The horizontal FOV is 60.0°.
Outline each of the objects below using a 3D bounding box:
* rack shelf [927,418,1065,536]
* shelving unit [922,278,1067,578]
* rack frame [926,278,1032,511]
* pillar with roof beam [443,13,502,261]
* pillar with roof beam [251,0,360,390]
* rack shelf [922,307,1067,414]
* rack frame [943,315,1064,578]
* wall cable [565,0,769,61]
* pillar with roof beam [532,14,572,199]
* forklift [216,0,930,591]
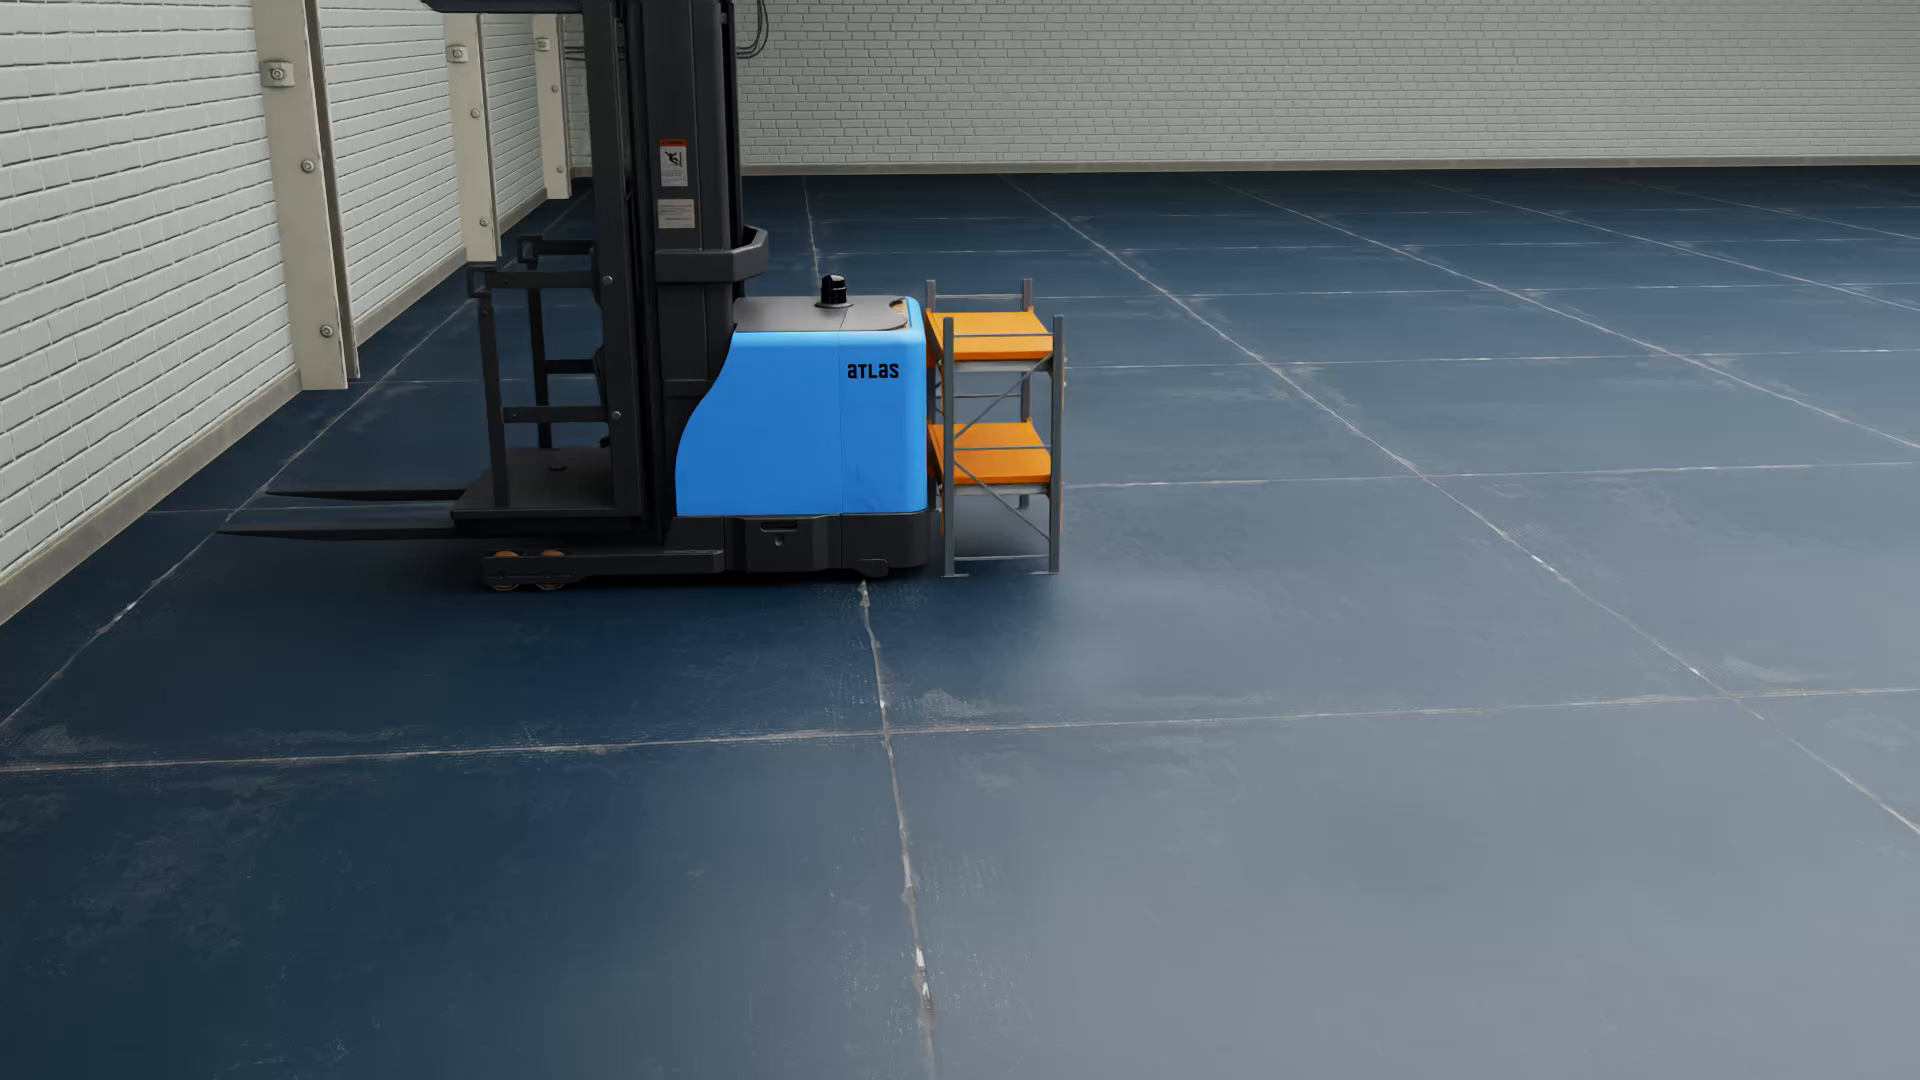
[{"bbox_3d":[0.134,-0.303,7.582,0.538,0.278,1.000,-2,17,-5],"label":"rack shelf"},{"bbox_3d":[0.134,-0.537,7.509,0.538,1.125,1.048,-2,17,-5],"label":"shelving unit"},{"bbox_3d":[0.089,-0.688,7.992,0.500,1.125,0.032,-2,17,-5],"label":"rack frame"},{"bbox_3d":[-0.499,-7.248,15.740,9.100,9.000,0.400,-2,18,-6],"label":"pillar with roof beam"},{"bbox_3d":[0.120,-5.460,10.046,9.100,9.000,0.400,-2,18,-6],"label":"pillar with roof beam"},{"bbox_3d":[0.134,-0.816,7.421,0.538,0.278,1.000,-2,17,-5],"label":"rack shelf"},{"bbox_3d":[0.180,-0.385,7.026,0.500,1.125,0.032,-2,17,-5],"label":"rack frame"},{"bbox_3d":[-4.389,-8.340,24.401,3.097,2.526,0.112,-2,18,-6],"label":"wall cable"},{"bbox_3d":[-1.118,-9.036,21.434,9.100,9.000,0.400,-2,18,-6],"label":"pillar with roof beam"},{"bbox_3d":[-1.664,-1.346,7.072,3.031,2.935,1.130,-1,17,-3],"label":"forklift"}]
